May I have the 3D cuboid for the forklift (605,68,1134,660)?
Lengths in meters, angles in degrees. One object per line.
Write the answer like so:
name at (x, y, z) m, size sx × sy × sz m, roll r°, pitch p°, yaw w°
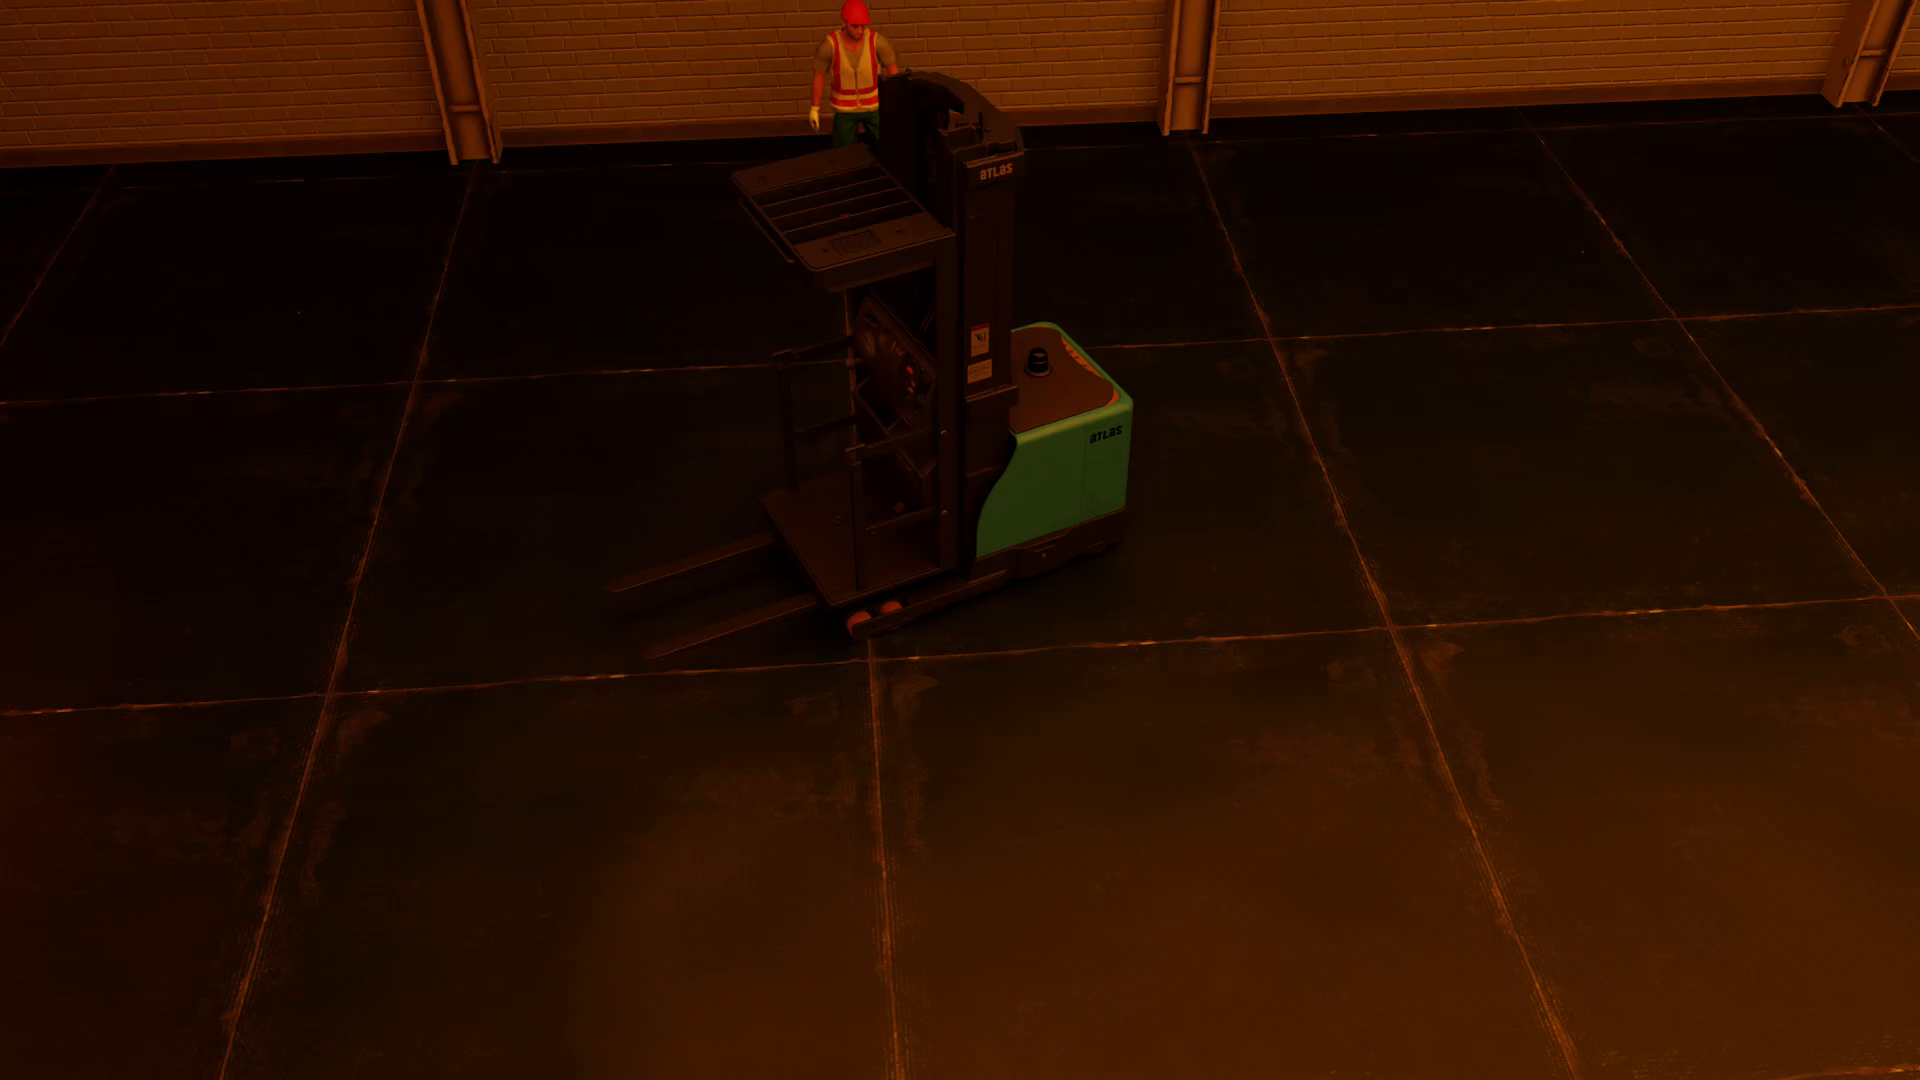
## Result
forklift at (-0.541, -0.933, 9.029) m, size 3.031 × 2.935 × 1.130 m, roll -18°, pitch 44°, yaw -20°

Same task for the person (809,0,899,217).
person at (-0.764, -3.282, 12.676) m, size 0.771 × 1.763 × 0.419 m, roll -7°, pitch 41°, yaw -8°
